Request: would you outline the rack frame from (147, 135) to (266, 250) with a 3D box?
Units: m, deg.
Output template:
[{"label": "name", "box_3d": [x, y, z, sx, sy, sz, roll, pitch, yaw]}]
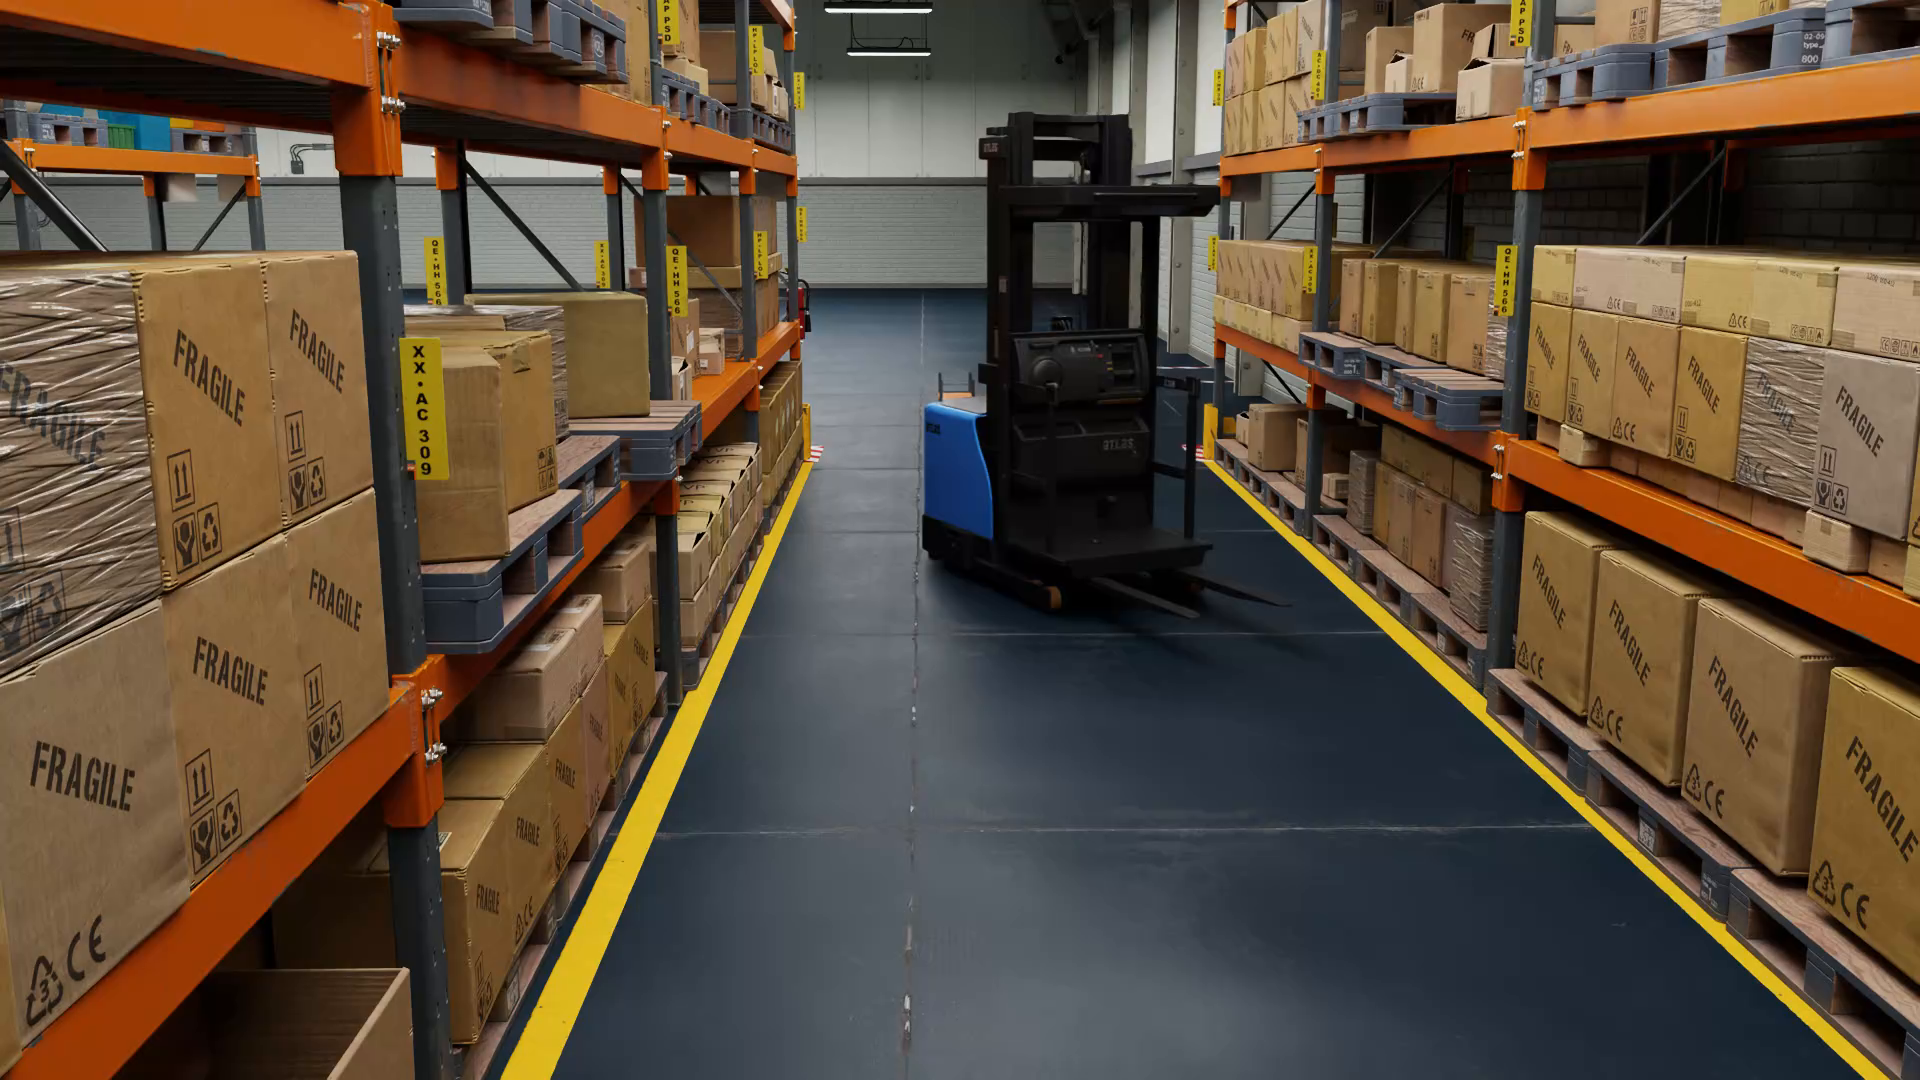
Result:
[{"label": "rack frame", "box_3d": [-6.975, -2.237, 15.541, 1.000, 3.000, 0.127, 0, 11, -1]}]

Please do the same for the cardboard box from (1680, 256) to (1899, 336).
[{"label": "cardboard box", "box_3d": [2.890, -0.860, 5.820, 0.500, 0.250, 0.500, 0, 11, -2]}]

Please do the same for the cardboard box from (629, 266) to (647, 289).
[{"label": "cardboard box", "box_3d": [-2.159, -1.881, 11.906, 0.380, 0.149, 0.250, 0, 11, -1]}]

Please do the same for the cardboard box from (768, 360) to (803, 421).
[{"label": "cardboard box", "box_3d": [-1.714, -1.377, 15.275, 0.500, 0.500, 0.500, 0, 11, -1]}]

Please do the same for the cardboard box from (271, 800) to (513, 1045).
[{"label": "cardboard box", "box_3d": [-1.541, 1.041, 4.563, 0.500, 0.500, 0.500, -1, 11, -4]}]

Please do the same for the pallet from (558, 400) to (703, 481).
[{"label": "pallet", "box_3d": [-1.773, -0.438, 7.155, 1.213, 0.211, 1.003, 0, 11, -1]}]

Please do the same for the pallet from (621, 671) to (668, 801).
[{"label": "pallet", "box_3d": [-1.879, 0.849, 7.344, 1.003, 0.211, 1.213, 0, 11, -1]}]

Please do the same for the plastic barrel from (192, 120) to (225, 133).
[{"label": "plastic barrel", "box_3d": [-6.837, -4.027, 14.684, 0.600, 0.830, 0.708, 0, 11, -1]}]

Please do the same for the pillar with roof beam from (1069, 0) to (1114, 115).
[{"label": "pillar with roof beam", "box_3d": [-0.990, -9.835, 37.905, 9.100, 9.000, 0.548, 0, 11, -1]}]

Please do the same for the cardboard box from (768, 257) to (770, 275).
[{"label": "cardboard box", "box_3d": [-1.796, -2.291, 13.924, 0.380, 0.149, 0.250, 0, 11, 0]}]

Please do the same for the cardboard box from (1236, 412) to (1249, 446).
[{"label": "cardboard box", "box_3d": [2.855, -1.038, 15.285, 0.500, 0.311, 0.500, -2, 12, -8]}]

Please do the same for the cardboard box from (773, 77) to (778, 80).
[{"label": "cardboard box", "box_3d": [-2.014, -3.937, 14.710, 0.797, 0.503, 0.637, 1, 11, 3]}]

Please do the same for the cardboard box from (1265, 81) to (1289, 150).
[{"label": "cardboard box", "box_3d": [2.708, -3.321, 13.039, 0.500, 0.500, 0.500, -1, 11, -3]}]

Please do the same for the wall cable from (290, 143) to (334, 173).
[{"label": "wall cable", "box_3d": [-17.551, -13.210, 45.985, 2.305, 6.003, 0.169, 0, 11, -1]}]

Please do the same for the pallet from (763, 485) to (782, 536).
[{"label": "pallet", "box_3d": [-1.914, -0.253, 12.775, 1.003, 0.211, 1.213, 0, 11, -1]}]

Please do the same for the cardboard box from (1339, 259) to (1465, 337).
[{"label": "cardboard box", "box_3d": [2.990, -1.646, 11.269, 0.700, 0.500, 0.500, 0, 11, -1]}]

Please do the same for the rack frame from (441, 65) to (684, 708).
[{"label": "rack frame", "box_3d": [-1.857, -0.666, 7.799, 1.000, 3.000, 0.127, 0, 11, -1]}]

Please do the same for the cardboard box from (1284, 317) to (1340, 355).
[{"label": "cardboard box", "box_3d": [2.700, -1.512, 12.293, 0.500, 0.250, 0.500, 0, 11, -1]}]

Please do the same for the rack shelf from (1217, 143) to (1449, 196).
[{"label": "rack shelf", "box_3d": [2.972, -2.997, 13.555, 1.077, 0.370, 4.000, 0, 11, -1]}]

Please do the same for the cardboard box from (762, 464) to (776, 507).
[{"label": "cardboard box", "box_3d": [-1.646, -0.413, 12.410, 0.500, 0.250, 0.500, 0, 11, -1]}]

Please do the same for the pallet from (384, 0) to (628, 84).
[{"label": "pallet", "box_3d": [-1.742, -1.585, 5.256, 1.213, 0.211, 1.003, 0, 11, -1]}]

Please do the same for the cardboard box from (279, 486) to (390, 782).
[{"label": "cardboard box", "box_3d": [-1.507, 0.178, 3.385, 0.500, 0.500, 0.500, 0, 11, 0]}]

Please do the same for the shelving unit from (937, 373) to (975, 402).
[{"label": "shelving unit", "box_3d": [-0.027, -0.566, 11.832, 0.258, 1.200, 0.503, 0, 11, -2]}]

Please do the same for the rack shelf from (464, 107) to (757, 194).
[{"label": "rack shelf", "box_3d": [-1.898, -2.181, 9.532, 1.077, 0.370, 4.000, 0, 11, -1]}]

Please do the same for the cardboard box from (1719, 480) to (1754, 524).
[{"label": "cardboard box", "box_3d": [2.912, -0.150, 5.838, 0.380, 0.149, 0.250, 0, 11, 1]}]

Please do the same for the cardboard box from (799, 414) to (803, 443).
[{"label": "cardboard box", "box_3d": [-1.716, -1.009, 15.349, 0.500, 0.250, 0.500, 0, 11, -1]}]

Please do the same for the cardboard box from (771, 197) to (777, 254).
[{"label": "cardboard box", "box_3d": [-2.024, -2.838, 14.989, 0.700, 0.500, 0.500, 0, 11, -1]}]

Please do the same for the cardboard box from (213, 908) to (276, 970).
[{"label": "cardboard box", "box_3d": [-2.071, 1.041, 4.562, 0.500, 0.500, 0.500, 0, 11, -1]}]

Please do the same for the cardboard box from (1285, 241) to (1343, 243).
[{"label": "cardboard box", "box_3d": [3.153, -2.388, 14.729, 0.500, 0.500, 0.500, 0, 11, 0]}]

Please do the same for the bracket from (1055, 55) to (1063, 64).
[{"label": "bracket", "box_3d": [2.777, -13.362, 46.235, 0.235, 0.232, 0.430, 0, 11, -1]}]

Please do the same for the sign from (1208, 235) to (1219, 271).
[{"label": "sign", "box_3d": [2.388, -2.700, 15.644, 0.100, 0.325, 0.005, 0, 11, -1]}]

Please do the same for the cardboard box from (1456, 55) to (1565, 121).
[{"label": "cardboard box", "box_3d": [2.811, -2.265, 8.311, 0.500, 0.311, 0.500, 0, 11, -1]}]

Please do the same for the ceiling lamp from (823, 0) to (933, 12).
[{"label": "ceiling lamp", "box_3d": [-1.502, -11.307, 30.478, 2.000, 3.185, 0.800, 0, 11, -1]}]

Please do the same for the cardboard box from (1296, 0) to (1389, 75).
[{"label": "cardboard box", "box_3d": [2.732, -3.600, 11.898, 0.500, 0.500, 0.500, -1, 12, -6]}]

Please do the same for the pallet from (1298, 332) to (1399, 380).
[{"label": "pallet", "box_3d": [2.883, -1.236, 11.089, 1.003, 0.211, 1.213, 0, 11, -1]}]

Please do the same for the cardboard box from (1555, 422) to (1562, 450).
[{"label": "cardboard box", "box_3d": [2.867, -0.457, 7.351, 0.380, 0.149, 0.250, 0, 11, 0]}]

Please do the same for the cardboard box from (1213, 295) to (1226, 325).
[{"label": "cardboard box", "box_3d": [2.623, -2.116, 15.270, 0.500, 0.250, 0.500, -1, 11, -3]}]

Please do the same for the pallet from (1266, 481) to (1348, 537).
[{"label": "pallet", "box_3d": [2.964, -0.249, 12.756, 1.003, 0.211, 1.213, 0, 11, -1]}]

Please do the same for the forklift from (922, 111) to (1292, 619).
[{"label": "forklift", "box_3d": [0.856, -1.100, 10.109, 1.130, 2.935, 3.031, -6, 13, -26]}]

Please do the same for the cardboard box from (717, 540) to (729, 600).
[{"label": "cardboard box", "box_3d": [-1.602, 0.167, 9.551, 0.500, 0.250, 0.500, -1, 11, -3]}]

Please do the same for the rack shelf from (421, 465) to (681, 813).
[{"label": "rack shelf", "box_3d": [-1.815, 0.084, 5.910, 1.077, 0.370, 4.000, 0, 11, -1]}]

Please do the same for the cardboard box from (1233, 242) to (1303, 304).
[{"label": "cardboard box", "box_3d": [2.644, -2.284, 14.215, 0.500, 0.500, 0.500, -1, 11, -3]}]

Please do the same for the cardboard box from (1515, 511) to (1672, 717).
[{"label": "cardboard box", "box_3d": [2.980, 0.307, 7.351, 0.750, 0.750, 0.750, 0, 11, -2]}]

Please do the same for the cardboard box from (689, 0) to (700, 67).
[{"label": "cardboard box", "box_3d": [-1.966, -3.308, 10.713, 0.500, 0.500, 0.500, 0, 11, 0]}]

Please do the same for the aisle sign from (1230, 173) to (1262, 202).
[{"label": "aisle sign", "box_3d": [2.629, -3.565, 15.547, 0.394, 0.787, 0.004, 0, 11, -1]}]

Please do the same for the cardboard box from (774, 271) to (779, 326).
[{"label": "cardboard box", "box_3d": [-2.025, -2.213, 15.170, 0.700, 0.500, 0.500, 0, 11, -1]}]

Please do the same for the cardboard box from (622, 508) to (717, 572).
[{"label": "cardboard box", "box_3d": [-1.593, -0.009, 9.008, 0.500, 0.311, 0.500, -1, 11, -3]}]

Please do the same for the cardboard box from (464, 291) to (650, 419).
[{"label": "cardboard box", "box_3d": [-1.731, -0.796, 7.132, 0.700, 0.500, 0.500, -4, 12, -20]}]

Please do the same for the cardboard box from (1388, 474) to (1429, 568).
[{"label": "cardboard box", "box_3d": [3.076, -0.123, 10.300, 0.700, 0.500, 0.500, 0, 11, -1]}]

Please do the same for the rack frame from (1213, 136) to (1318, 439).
[{"label": "rack frame", "box_3d": [2.930, -2.278, 15.741, 1.000, 3.000, 0.127, 0, 11, -1]}]

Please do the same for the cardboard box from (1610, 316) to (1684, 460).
[{"label": "cardboard box", "box_3d": [2.861, -0.591, 6.380, 0.500, 0.500, 0.500, 0, 11, -1]}]

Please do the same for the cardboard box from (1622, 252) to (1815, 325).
[{"label": "cardboard box", "box_3d": [2.873, -0.962, 6.320, 0.500, 0.250, 0.500, 0, 11, -1]}]

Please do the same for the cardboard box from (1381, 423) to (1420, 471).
[{"label": "cardboard box", "box_3d": [3.057, -0.607, 10.800, 0.500, 0.250, 0.500, 0, 11, -2]}]

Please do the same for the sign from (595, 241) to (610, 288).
[{"label": "sign", "box_3d": [-2.494, -1.922, 11.611, 0.100, 0.325, 0.005, 0, 11, -1]}]

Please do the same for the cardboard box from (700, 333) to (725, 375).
[{"label": "cardboard box", "box_3d": [-1.738, -1.221, 10.874, 0.396, 0.266, 0.258, -1, 11, -3]}]

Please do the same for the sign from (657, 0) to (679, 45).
[{"label": "sign", "box_3d": [-1.314, -2.391, 7.458, 0.100, 0.325, 0.005, 0, 11, -1]}]
